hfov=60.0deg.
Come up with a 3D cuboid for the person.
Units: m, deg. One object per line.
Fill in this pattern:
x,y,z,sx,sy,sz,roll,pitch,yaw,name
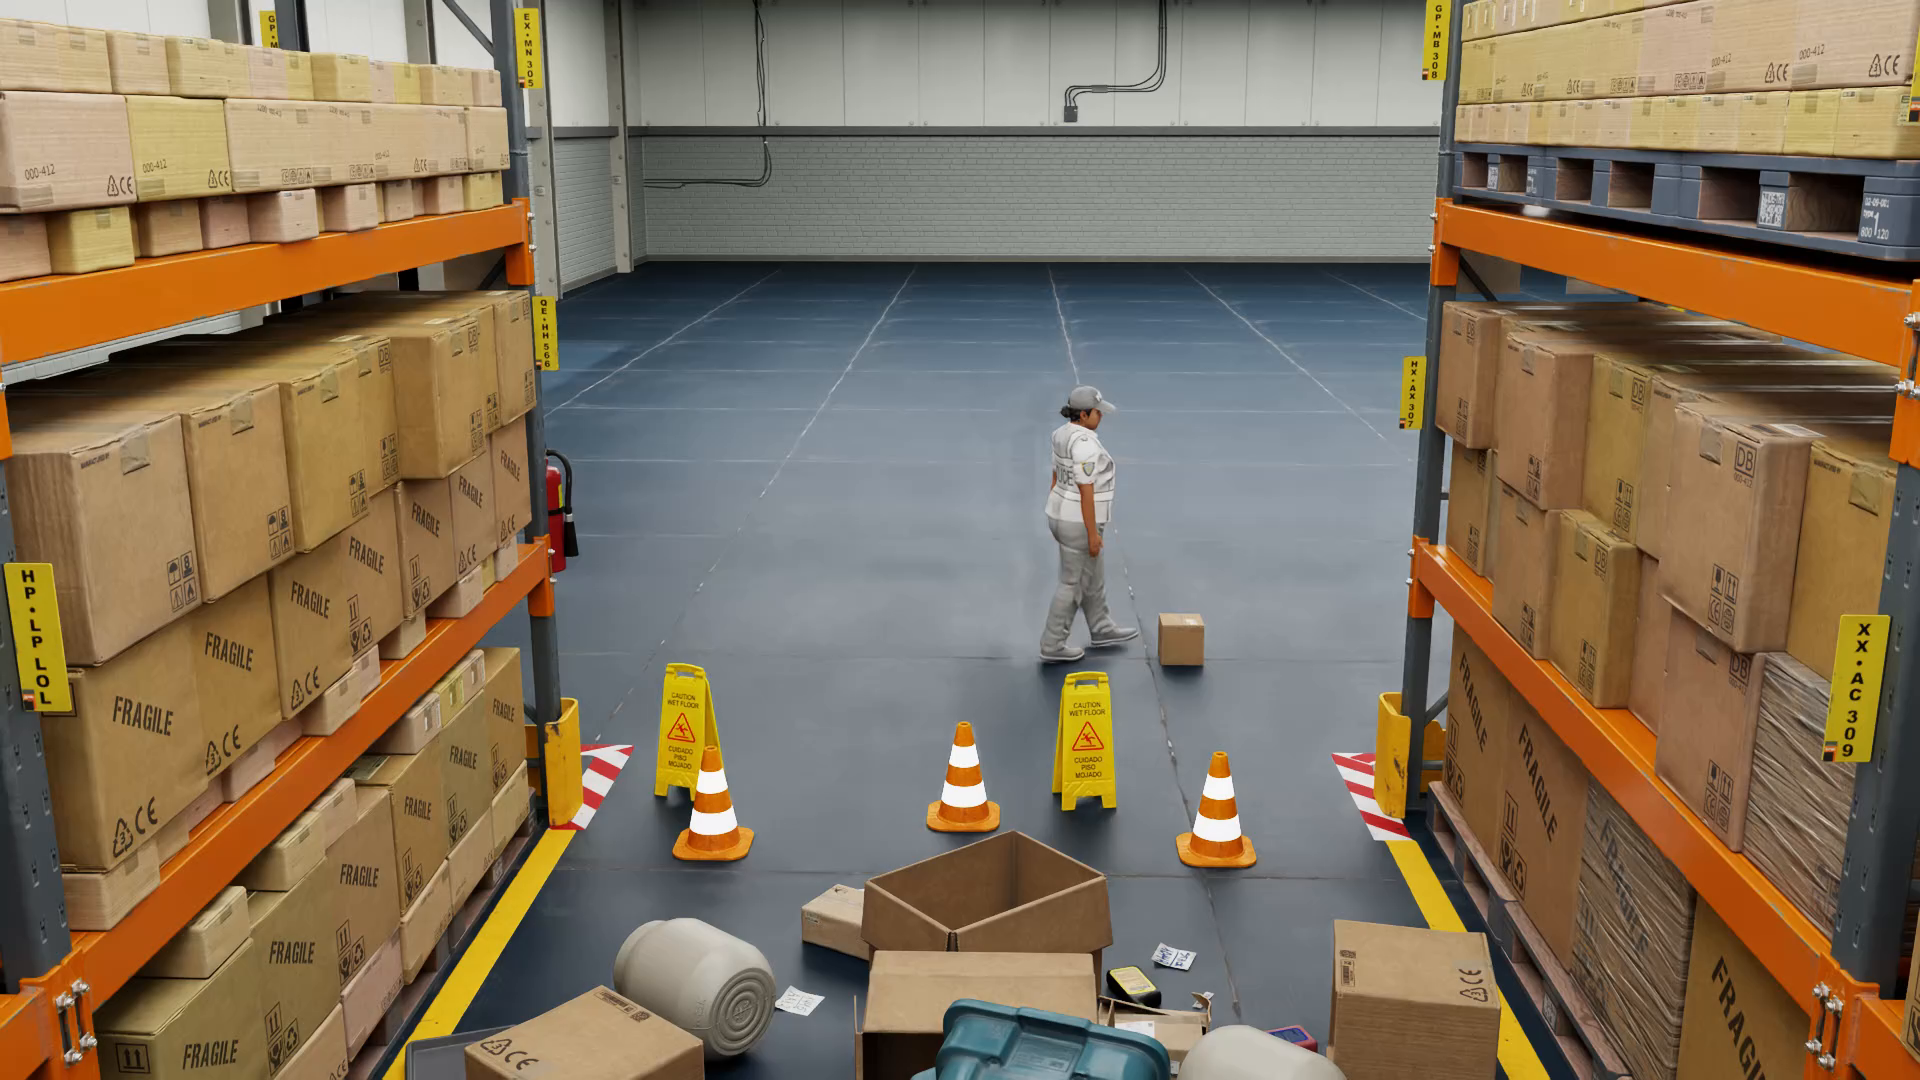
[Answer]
0.801,-0.104,9.898,0.704,1.650,0.493,-4,14,-14,person
